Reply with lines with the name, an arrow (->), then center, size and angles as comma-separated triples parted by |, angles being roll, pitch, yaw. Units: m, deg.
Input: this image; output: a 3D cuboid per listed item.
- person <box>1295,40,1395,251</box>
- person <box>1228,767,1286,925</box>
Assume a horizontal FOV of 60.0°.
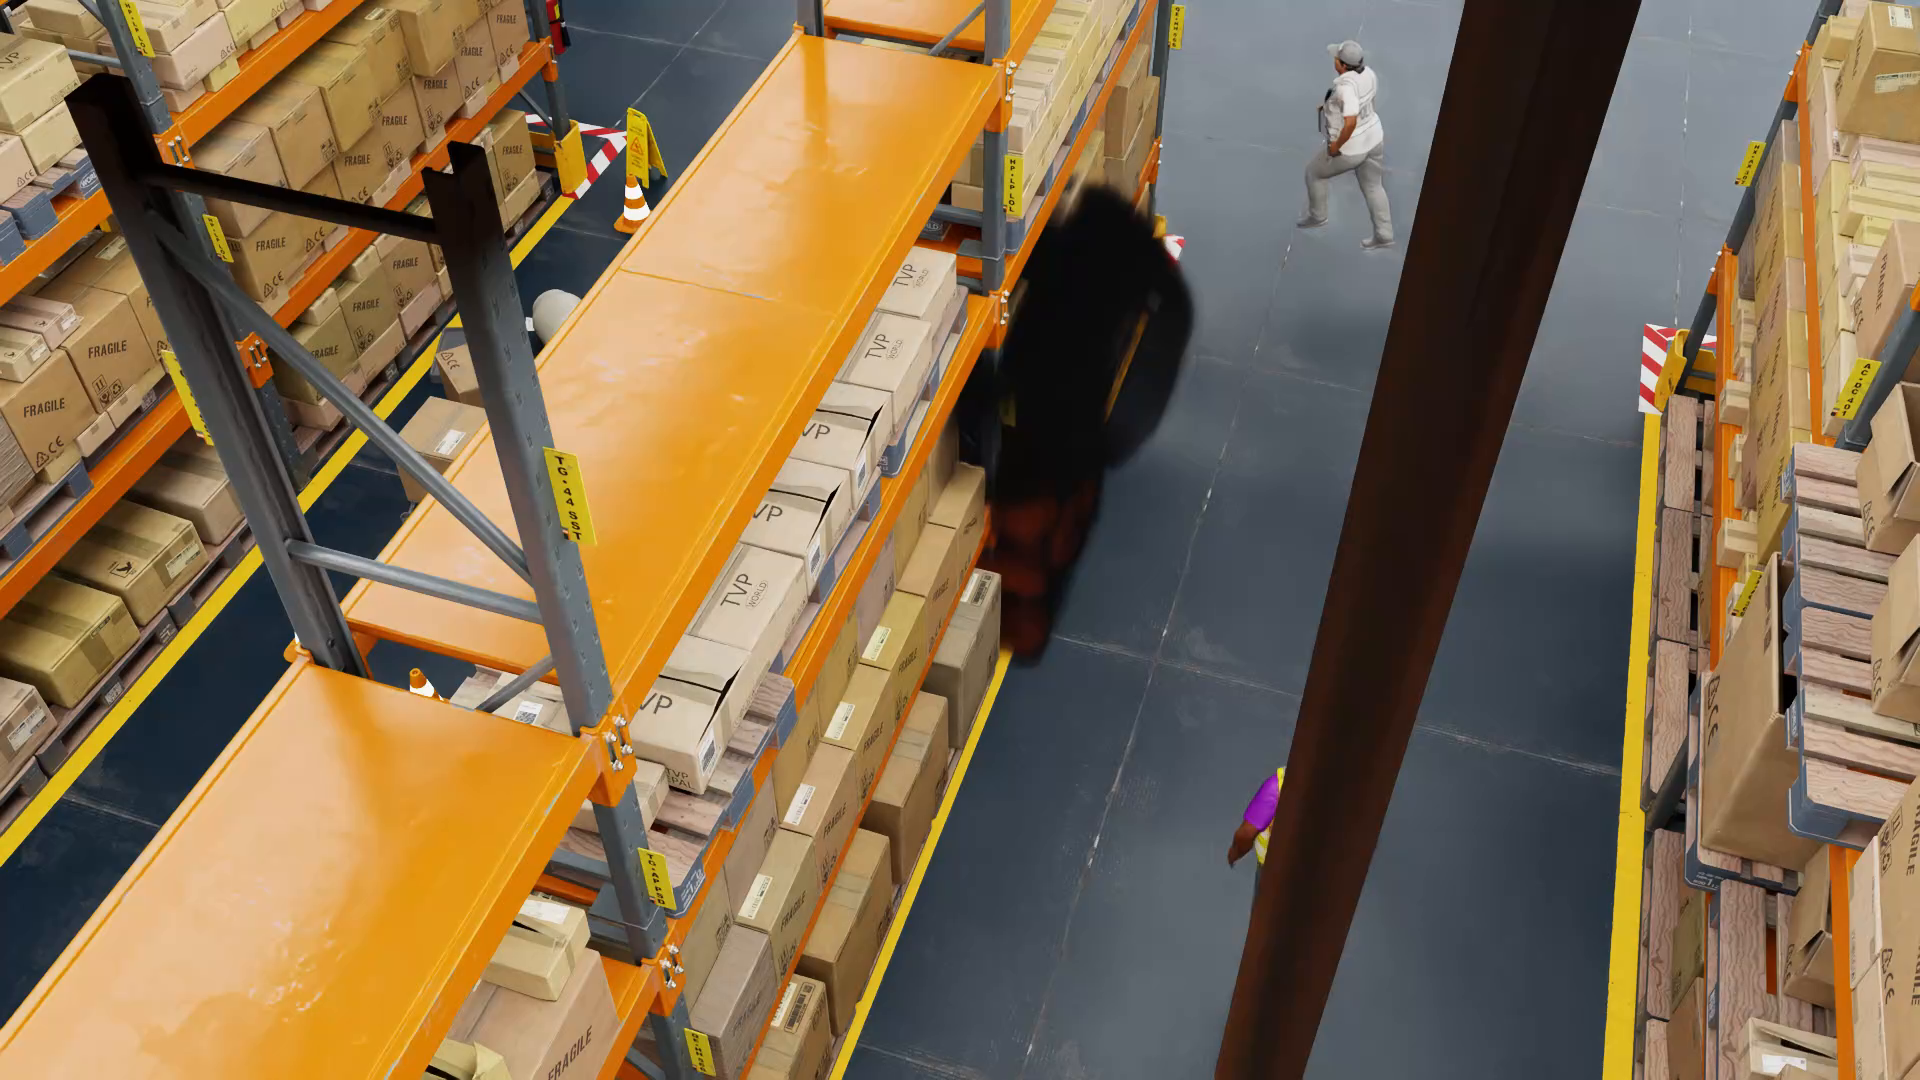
person -> 3.004, -2.913, 12.533 | 0.850, 1.667, 0.626 | 35, 55, 29
person -> 1.638, 1.511, 8.070 | 0.662, 1.873, 0.812 | 10, 46, 9
